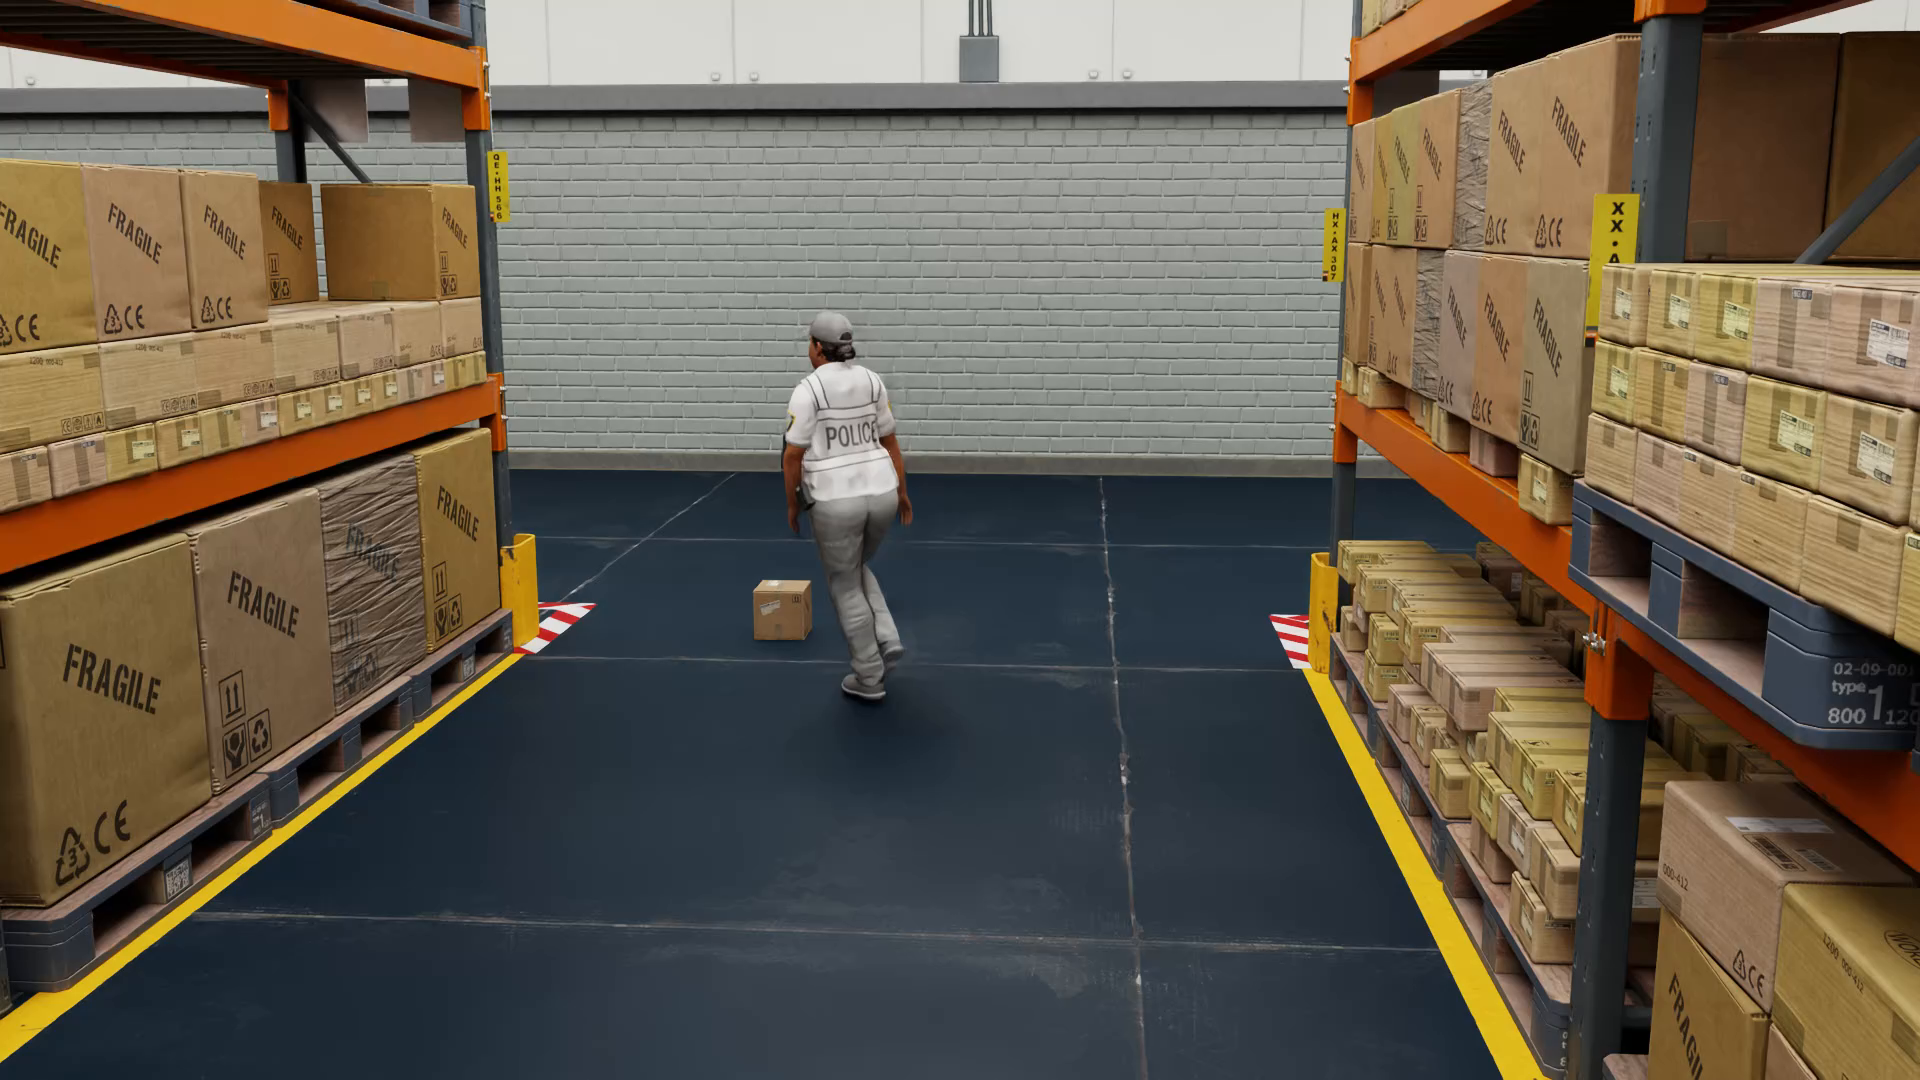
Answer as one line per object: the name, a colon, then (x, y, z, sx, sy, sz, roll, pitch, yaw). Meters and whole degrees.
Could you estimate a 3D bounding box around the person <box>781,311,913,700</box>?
person: (-0.471, -0.153, 7.155, 0.612, 1.651, 0.464, -10, 14, -41)
